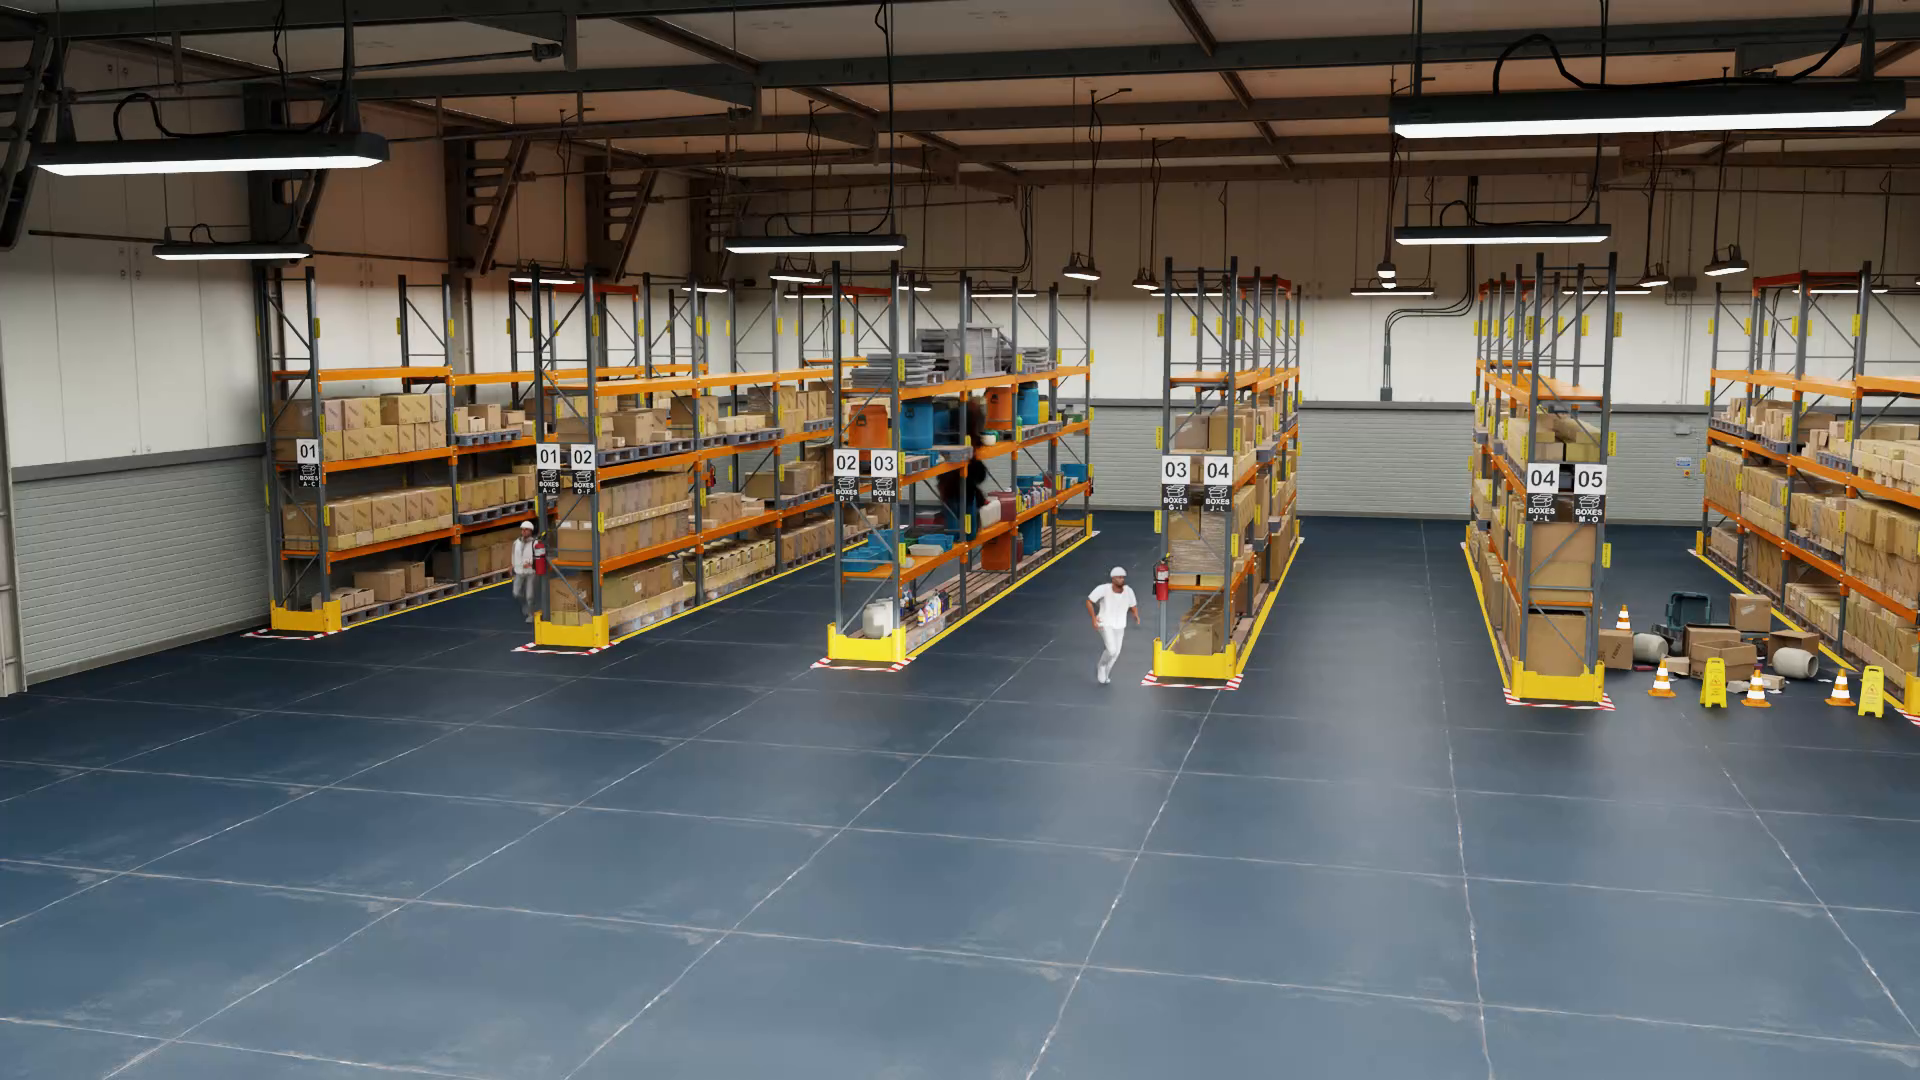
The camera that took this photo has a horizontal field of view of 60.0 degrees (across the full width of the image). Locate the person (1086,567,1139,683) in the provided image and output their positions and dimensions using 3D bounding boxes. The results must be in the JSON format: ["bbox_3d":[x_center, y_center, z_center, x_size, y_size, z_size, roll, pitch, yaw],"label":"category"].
[{"bbox_3d":[2.173,1.207,23.416,0.711,1.693,0.722,-3,8,-22],"label":"person"}]

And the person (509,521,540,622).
[{"bbox_3d":[-7.423,0.551,28.382,0.658,1.731,0.533,1,7,8],"label":"person"}]
